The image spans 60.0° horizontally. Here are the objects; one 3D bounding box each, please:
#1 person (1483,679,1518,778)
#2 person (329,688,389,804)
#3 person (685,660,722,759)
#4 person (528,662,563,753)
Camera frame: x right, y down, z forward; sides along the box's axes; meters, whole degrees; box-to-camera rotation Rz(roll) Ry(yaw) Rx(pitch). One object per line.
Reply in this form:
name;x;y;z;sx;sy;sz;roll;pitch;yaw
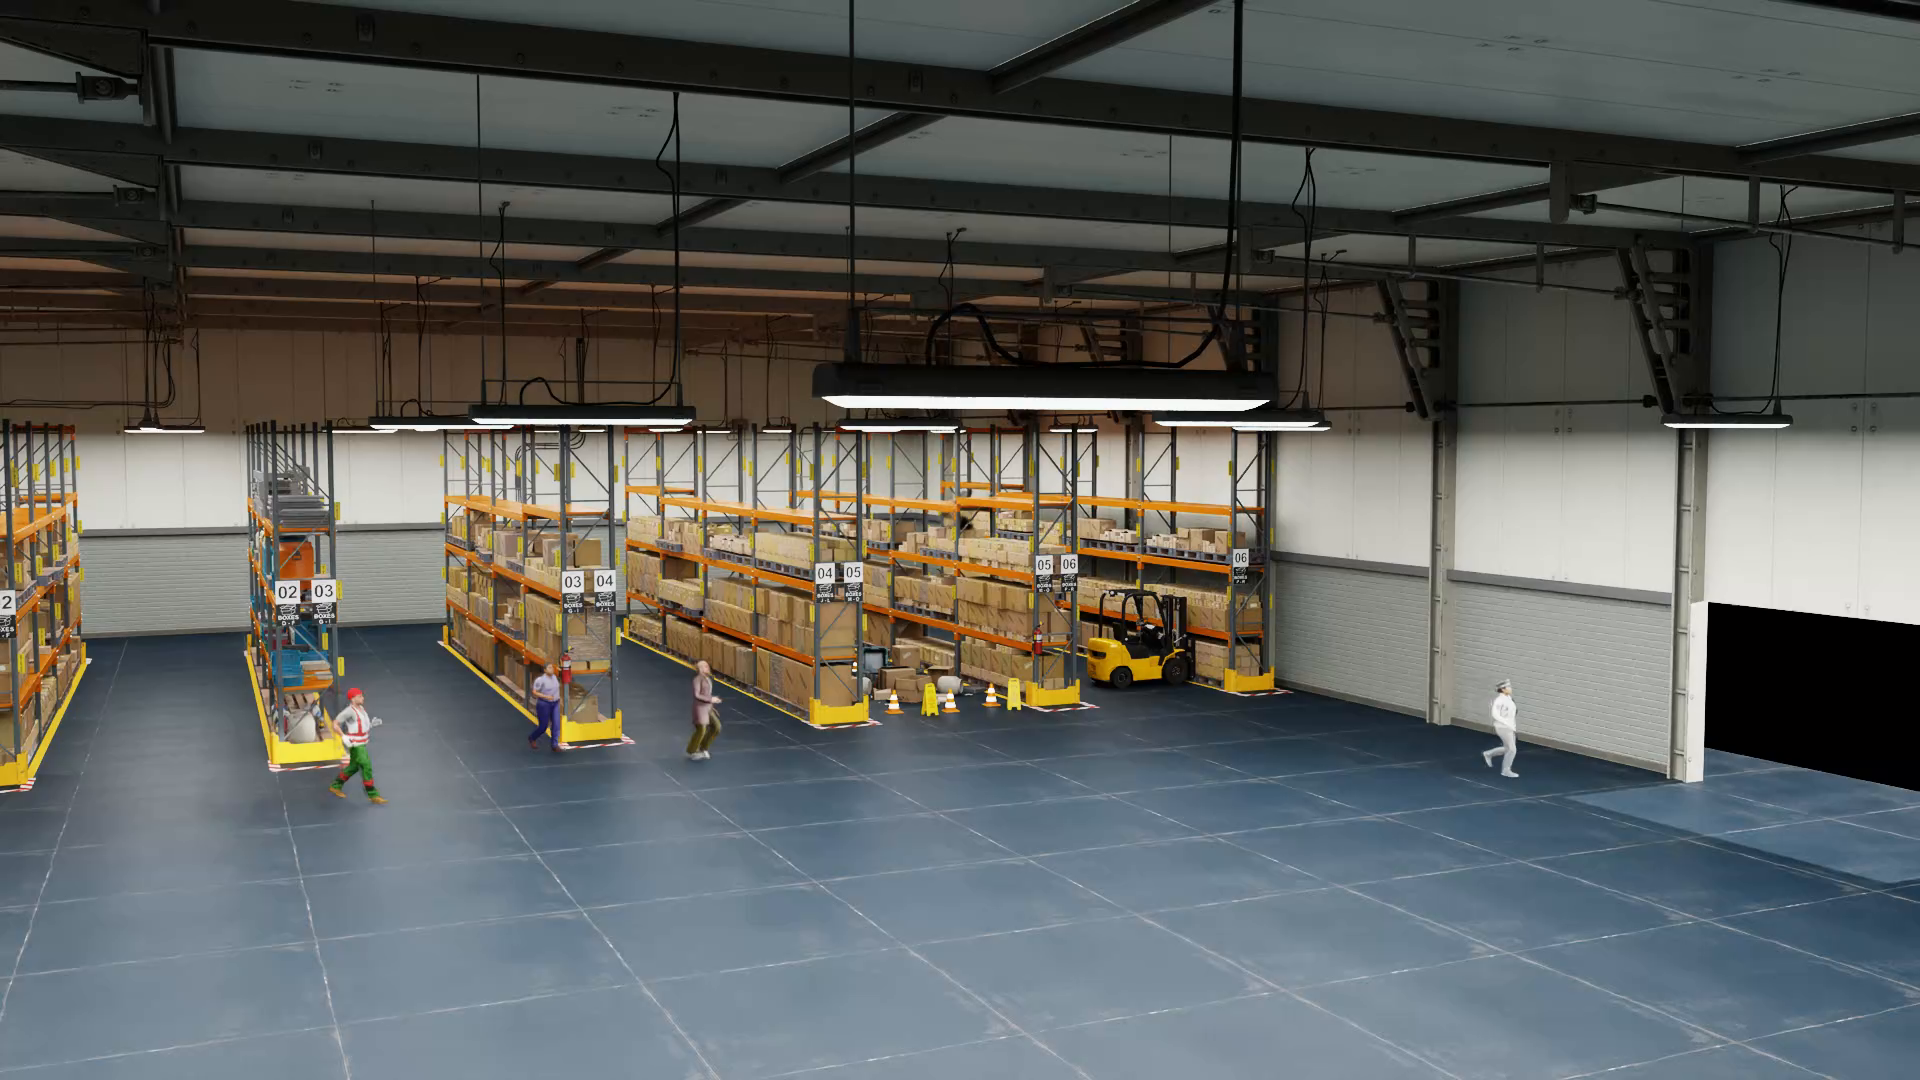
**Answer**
person;9.111;3.144;27.967;0.599;1.652;0.480;2;4;35
person;-9.347;3.181;25.798;0.979;1.785;0.658;0;4;0
person;-4.507;3.016;29.371;0.748;1.794;0.733;1;4;18
person;-7.479;3.022;30.129;0.791;1.633;0.637;3;4;36
